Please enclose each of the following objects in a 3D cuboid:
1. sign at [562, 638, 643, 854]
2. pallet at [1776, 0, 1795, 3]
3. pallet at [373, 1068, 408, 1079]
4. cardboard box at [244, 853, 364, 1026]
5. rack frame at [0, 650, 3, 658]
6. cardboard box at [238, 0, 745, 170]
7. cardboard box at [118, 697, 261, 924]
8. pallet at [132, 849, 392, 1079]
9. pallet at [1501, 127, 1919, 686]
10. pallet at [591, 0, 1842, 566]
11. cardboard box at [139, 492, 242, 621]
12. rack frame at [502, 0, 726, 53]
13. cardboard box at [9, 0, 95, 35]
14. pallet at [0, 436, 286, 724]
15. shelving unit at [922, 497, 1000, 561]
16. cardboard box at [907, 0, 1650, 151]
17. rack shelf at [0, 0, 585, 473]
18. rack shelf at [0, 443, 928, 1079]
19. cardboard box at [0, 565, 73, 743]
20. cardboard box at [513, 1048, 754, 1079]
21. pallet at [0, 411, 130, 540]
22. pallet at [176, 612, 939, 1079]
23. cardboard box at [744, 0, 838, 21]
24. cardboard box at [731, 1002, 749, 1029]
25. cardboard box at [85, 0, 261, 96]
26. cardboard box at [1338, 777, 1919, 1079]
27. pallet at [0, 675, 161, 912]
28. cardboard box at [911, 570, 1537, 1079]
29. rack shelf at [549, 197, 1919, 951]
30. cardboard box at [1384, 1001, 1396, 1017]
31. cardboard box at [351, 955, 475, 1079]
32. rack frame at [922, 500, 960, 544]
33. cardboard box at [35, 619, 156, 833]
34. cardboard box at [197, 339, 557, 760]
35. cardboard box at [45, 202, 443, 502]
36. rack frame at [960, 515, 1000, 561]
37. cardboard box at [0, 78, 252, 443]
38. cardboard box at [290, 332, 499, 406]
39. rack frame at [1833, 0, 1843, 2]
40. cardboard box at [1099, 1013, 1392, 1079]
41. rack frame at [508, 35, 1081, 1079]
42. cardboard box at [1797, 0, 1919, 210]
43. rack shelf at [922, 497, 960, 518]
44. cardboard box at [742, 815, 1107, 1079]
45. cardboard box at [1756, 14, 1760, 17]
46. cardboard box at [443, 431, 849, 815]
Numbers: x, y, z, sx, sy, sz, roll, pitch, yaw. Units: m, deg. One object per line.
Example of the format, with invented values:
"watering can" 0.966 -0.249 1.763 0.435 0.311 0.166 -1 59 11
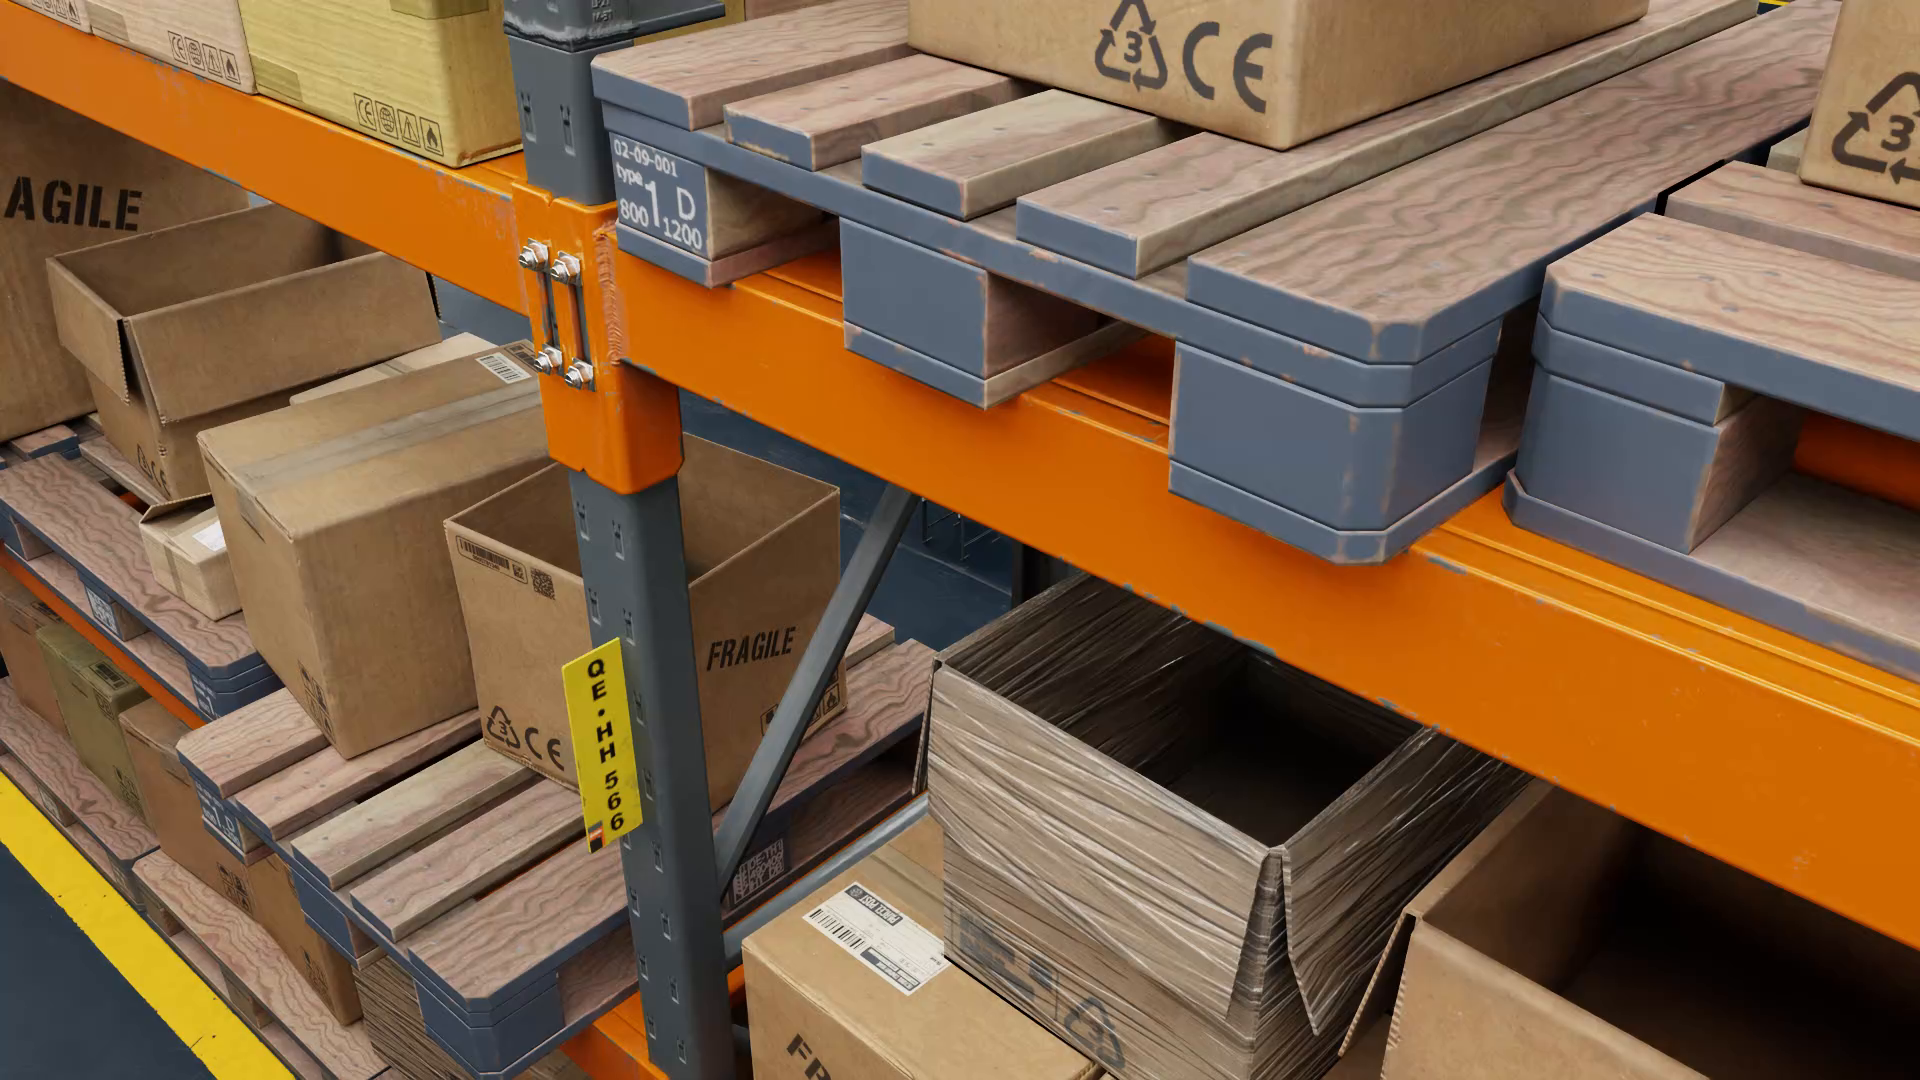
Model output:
"sign" -0.493 0.289 2.316 0.005 0.325 0.100 25 39 35
"pallet" 7.448 -5.063 14.955 1.213 0.211 1.003 25 39 35
"pallet" -0.714 1.464 4.114 1.213 0.211 1.003 25 39 35
"cardboard box" -1.491 0.818 4.480 0.700 0.500 0.500 -26 39 -36
"rack frame" -3.101 -0.844 5.244 0.127 3.000 1.000 25 39 35
"cardboard box" -0.653 -0.751 2.327 0.500 0.250 0.500 25 39 35
"cardboard box" -1.904 0.625 4.801 0.500 0.500 0.700 21 37 31
"pallet" -1.614 1.042 4.815 1.213 0.211 1.003 25 39 35
"pallet" 1.208 -0.075 1.242 1.213 0.211 1.003 27 40 37
"pallet" 0.377 -0.461 1.883 1.003 0.211 1.213 27 40 37
"cardboard box" -1.553 -0.056 3.658 0.258 0.266 0.396 24 38 34
"rack frame" -0.136 -2.030 1.397 0.127 3.000 1.000 25 39 35
"cardboard box" -1.400 -1.093 2.894 0.500 0.250 0.500 26 40 36
"pallet" -1.631 -0.047 4.106 1.213 0.211 1.003 25 39 35
"shelving unit" 0.006 -0.383 6.513 0.210 0.900 0.258 25 39 35
"cardboard box" 0.365 -0.785 1.731 0.797 0.503 0.637 -27 40 -37
"rack shelf" -1.618 -1.129 3.506 4.000 0.370 1.077 25 39 35
"rack shelf" -1.618 0.156 4.279 4.000 0.370 1.077 25 39 35
"cardboard box" -2.661 0.259 5.408 0.500 0.500 0.700 22 37 32
"cardboard box" -0.646 1.198 3.848 0.500 0.500 0.700 23 38 33
"pallet" -2.632 -0.442 4.761 1.213 0.211 1.003 25 39 35
"pallet" -0.735 0.417 3.336 1.003 0.211 1.213 25 39 35
"cardboard box" -0.313 -0.941 2.641 0.500 0.250 0.500 26 40 36
"cardboard box" -0.653 0.881 3.648 0.500 0.250 0.500 27 40 37
"cardboard box" -1.030 -0.918 2.603 0.500 0.250 0.500 25 39 35
"cardboard box" 0.877 0.554 1.853 0.637 0.503 0.797 26 40 36
"pallet" -2.523 0.619 5.516 1.213 0.211 1.003 25 39 35
"cardboard box" 0.396 0.327 2.229 0.637 0.503 0.797 27 40 37
"rack shelf" 1.347 0.256 1.206 4.000 0.370 1.077 25 39 35
"cardboard box" 0.762 0.748 2.502 0.500 0.500 0.500 25 39 35
"cardboard box" -1.066 1.011 4.159 0.500 0.500 0.700 21 37 31
"rack frame" -0.069 -0.418 6.572 0.006 0.900 0.240 25 39 35
"cardboard box" -2.320 0.431 5.122 0.500 0.500 0.700 25 39 35
"cardboard box" -1.044 -0.009 3.353 0.700 0.500 0.500 -23 38 -33
"cardboard box" -1.754 -0.504 4.171 0.797 0.503 0.637 -25 39 -35
"rack frame" 0.081 -0.348 6.455 0.006 0.900 0.240 25 39 35
"cardboard box" -2.606 -0.952 4.435 1.000 1.000 1.000 25 39 35
"cardboard box" -1.224 -0.243 3.984 0.500 0.250 0.500 24 38 34
"rack frame" 3.188 -1.354 6.090 0.127 3.000 1.000 25 39 35
"cardboard box" 0.426 0.947 2.171 0.500 0.500 0.500 24 38 34
"rack frame" -0.136 0.540 2.944 0.127 3.000 1.000 25 39 35
"cardboard box" 1.064 -0.519 1.291 0.500 0.500 0.500 -27 40 -37
"rack shelf" 0.006 -0.200 6.623 0.200 0.077 0.258 25 39 35
"cardboard box" 0.042 0.770 2.466 0.500 0.500 0.500 26 40 36
"cardboard box" 5.170 -3.316 11.065 0.500 0.311 0.500 24 39 35
"cardboard box" -0.563 0.146 3.095 0.500 0.500 0.500 20 36 29
